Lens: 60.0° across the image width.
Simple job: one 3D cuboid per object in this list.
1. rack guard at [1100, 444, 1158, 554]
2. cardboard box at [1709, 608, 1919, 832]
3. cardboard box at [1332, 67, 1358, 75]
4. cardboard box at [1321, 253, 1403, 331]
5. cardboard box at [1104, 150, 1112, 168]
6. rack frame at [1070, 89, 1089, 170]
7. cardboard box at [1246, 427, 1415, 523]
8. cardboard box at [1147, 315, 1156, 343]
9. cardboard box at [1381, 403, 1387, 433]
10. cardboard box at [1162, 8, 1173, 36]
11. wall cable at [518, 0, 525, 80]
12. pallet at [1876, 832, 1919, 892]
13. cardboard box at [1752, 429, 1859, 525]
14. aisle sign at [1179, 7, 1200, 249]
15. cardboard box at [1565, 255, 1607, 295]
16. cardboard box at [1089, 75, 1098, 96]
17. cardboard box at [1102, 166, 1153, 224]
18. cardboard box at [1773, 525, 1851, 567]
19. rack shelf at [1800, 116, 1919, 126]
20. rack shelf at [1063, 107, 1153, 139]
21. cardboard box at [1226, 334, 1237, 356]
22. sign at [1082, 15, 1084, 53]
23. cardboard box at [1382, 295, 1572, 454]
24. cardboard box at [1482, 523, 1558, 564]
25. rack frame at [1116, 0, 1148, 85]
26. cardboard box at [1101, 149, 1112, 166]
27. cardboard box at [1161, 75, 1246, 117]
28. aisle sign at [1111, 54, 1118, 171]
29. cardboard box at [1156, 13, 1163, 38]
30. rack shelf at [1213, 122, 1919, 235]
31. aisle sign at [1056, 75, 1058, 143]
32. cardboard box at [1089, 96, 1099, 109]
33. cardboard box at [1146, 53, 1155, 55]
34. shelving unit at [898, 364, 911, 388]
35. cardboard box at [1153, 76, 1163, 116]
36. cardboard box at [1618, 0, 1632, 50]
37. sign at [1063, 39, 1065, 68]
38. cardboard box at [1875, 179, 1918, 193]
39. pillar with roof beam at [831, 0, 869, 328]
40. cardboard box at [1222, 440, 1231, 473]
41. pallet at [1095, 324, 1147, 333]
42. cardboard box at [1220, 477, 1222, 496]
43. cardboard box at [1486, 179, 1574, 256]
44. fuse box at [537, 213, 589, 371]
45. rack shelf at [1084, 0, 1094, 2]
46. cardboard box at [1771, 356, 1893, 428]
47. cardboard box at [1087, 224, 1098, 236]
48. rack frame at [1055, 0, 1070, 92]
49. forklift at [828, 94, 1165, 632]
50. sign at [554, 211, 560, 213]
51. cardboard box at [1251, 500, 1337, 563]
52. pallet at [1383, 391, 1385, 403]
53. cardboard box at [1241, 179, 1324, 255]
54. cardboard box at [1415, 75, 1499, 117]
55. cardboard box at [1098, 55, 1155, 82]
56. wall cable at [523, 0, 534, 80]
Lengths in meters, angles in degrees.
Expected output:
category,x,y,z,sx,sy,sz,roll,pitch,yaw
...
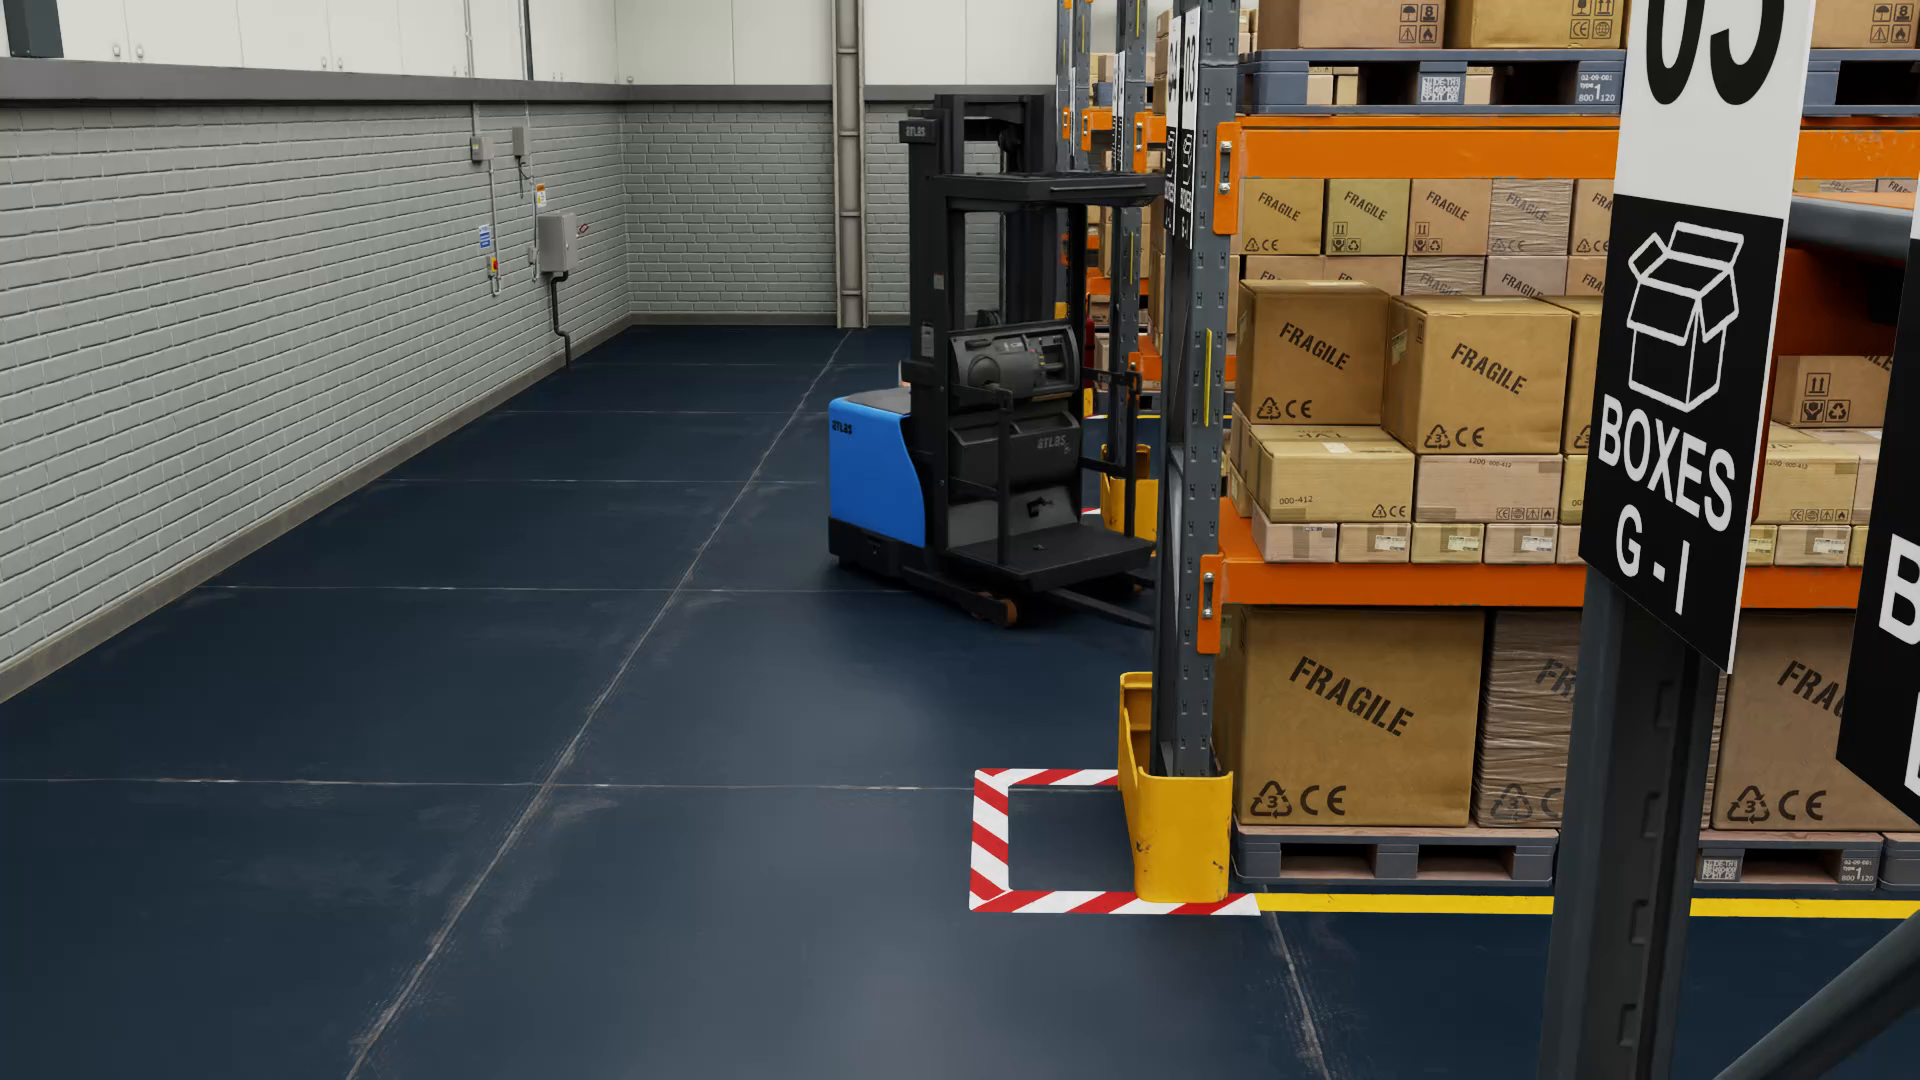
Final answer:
category,x,y,z,sx,sy,sz,roll,pitch,yaw
rack guard,1.176,-0.299,11.495,0.348,0.500,1.175,0,15,1
cardboard box,3.314,0.576,6.620,0.875,0.875,0.875,0,15,1
cardboard box,2.559,-3.049,10.452,0.500,0.250,0.500,1,15,2
cardboard box,2.567,-1.624,10.836,0.500,0.500,0.500,1,15,2
cardboard box,1.473,-3.544,15.465,0.250,0.149,0.380,1,15,3
rack frame,1.126,-2.772,15.965,0.127,3.000,1.000,0,15,1
cardboard box,1.345,-0.244,6.094,0.500,0.250,0.500,0,15,0
cardboard box,1.433,-1.457,11.475,0.250,0.149,0.380,0,15,1
cardboard box,1.871,-0.377,6.598,0.500,0.250,0.500,0,15,0
cardboard box,1.418,-3.261,10.471,0.250,0.149,0.380,0,15,1
wall cable,-4.546,-5.829,15.795,0.029,3.000,2.355,0,15,1
pallet,4.113,1.105,6.737,1.213,0.211,1.003,0,15,1
cardboard box,2.889,-0.236,6.064,0.500,0.250,0.500,0,15,0
aisle sign,0.793,-1.425,5.766,0.004,0.787,0.394,0,15,1
cardboard box,4.089,-1.609,10.781,0.500,0.500,0.500,0,15,0
cardboard box,1.685,-5.486,20.086,0.500,0.250,0.500,0,15,1
cardboard box,1.598,-3.228,15.537,0.500,0.500,0.500,0,15,0
cardboard box,3.019,-0.025,6.049,0.250,0.149,0.380,1,15,2
rack shelf,7.098,-2.572,10.739,4.000,0.370,1.077,0,15,1
rack shelf,3.248,-5.127,20.423,4.000,0.370,1.077,0,15,1
cardboard box,1.671,-1.310,10.919,0.250,0.149,0.380,1,15,3
sign,1.105,-4.541,14.924,0.005,0.325,0.100,0,15,1
cardboard box,1.845,-0.603,5.986,0.500,0.500,0.500,0,15,0
cardboard box,1.992,-0.032,6.074,0.250,0.149,0.380,0,15,1
rack frame,1.100,-4.409,10.412,0.127,3.000,1.000,0,15,1
cardboard box,1.489,-3.666,15.927,0.250,0.149,0.380,1,15,2
cardboard box,1.542,-2.818,10.556,0.500,0.250,0.500,1,15,3
aisle sign,1.035,-2.842,11.138,0.004,0.787,0.394,0,15,1
cardboard box,1.440,-3.394,10.975,0.250,0.149,0.380,0,15,1
rack shelf,2.872,-1.334,6.046,4.000,0.370,1.077,0,15,1
aisle sign,1.173,-5.220,20.149,0.004,0.787,0.394,0,15,1
cardboard box,1.561,-5.305,20.180,0.250,0.149,0.380,1,15,3
cardboard box,2.194,-5.726,20.013,0.500,0.250,0.500,0,15,1
shelving unit,-0.177,-0.652,11.630,0.503,1.200,0.258,0,-24,-2
cardboard box,1.562,-2.951,11.059,0.500,0.250,0.500,0,15,0
cardboard box,2.471,-1.979,5.867,0.500,0.500,0.700,-1,15,-2
sign,1.235,-5.772,19.744,0.005,0.325,0.100,0,15,1
cardboard box,8.599,-3.188,15.387,0.500,0.500,0.500,0,15,0
pillar with roof beam,-1.534,-6.088,16.774,0.400,9.000,9.100,0,15,1
cardboard box,1.894,-0.560,11.180,0.250,0.149,0.380,1,15,2
pallet,2.122,-2.683,21.098,1.213,0.211,1.003,0,15,1
cardboard box,1.617,-0.408,11.189,0.250,0.149,0.380,1,15,4
cardboard box,3.594,-2.101,10.685,0.500,0.500,0.500,1,15,3
fuse box,-4.312,-2.714,18.273,0.414,1.711,0.539,0,15,1
rack shelf,3.125,-5.118,15.293,4.000,0.370,1.077,0,15,1
cardboard box,3.387,-0.728,6.460,0.500,0.500,0.500,0,15,0
cardboard box,1.570,-3.844,20.522,0.250,0.149,0.380,0,15,1
rack frame,1.249,-6.938,19.998,0.127,3.000,1.000,0,15,1
forklift,0.464,-1.060,9.613,1.130,2.935,3.031,-12,19,-37
sign,-4.507,-3.418,18.603,0.001,0.494,0.329,0,15,1
cardboard box,1.219,-0.036,6.090,0.250,0.149,0.380,1,15,2
pallet,4.366,-1.422,16.316,1.213,0.211,1.003,0,15,1
cardboard box,2.047,-2.112,10.725,0.500,0.500,0.500,1,15,3
cardboard box,3.100,-2.808,10.515,0.500,0.250,0.500,0,15,1
cardboard box,1.578,-4.421,15.611,0.500,0.250,0.500,-1,15,-4
wall cable,-4.437,-6.558,18.482,0.133,3.039,2.988,0,15,1
